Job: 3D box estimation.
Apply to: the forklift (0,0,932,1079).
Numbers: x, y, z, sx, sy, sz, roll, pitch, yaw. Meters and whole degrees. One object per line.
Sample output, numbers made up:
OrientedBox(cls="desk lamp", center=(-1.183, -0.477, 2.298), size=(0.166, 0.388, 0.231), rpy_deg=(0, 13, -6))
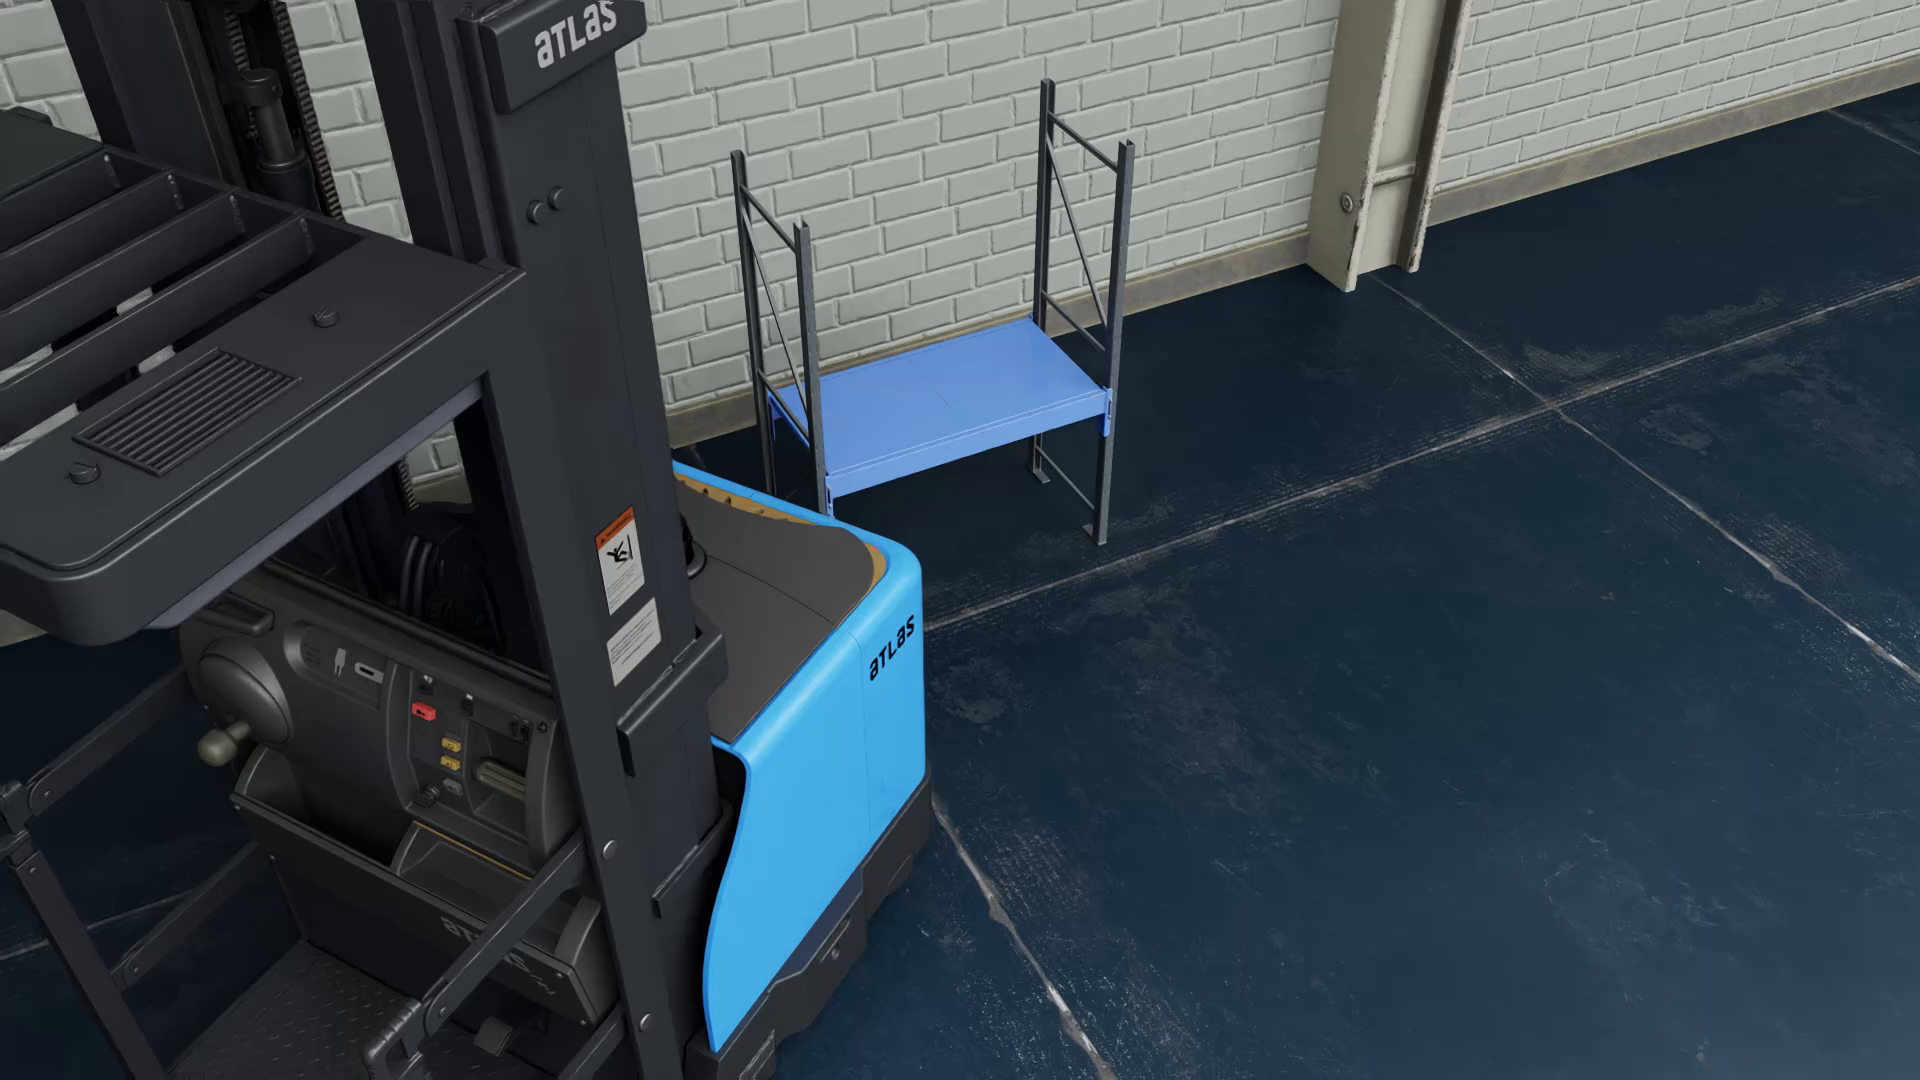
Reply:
OrientedBox(cls="forklift", center=(-1.233, 0.407, 3.000), size=(1.130, 2.935, 3.031), rpy_deg=(20, 44, 22))

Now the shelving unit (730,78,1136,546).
OrientedBox(cls="shelving unit", center=(-0.076, -0.547, 5.235), size=(1.048, 1.500, 0.538), rpy_deg=(-19, 44, -21))

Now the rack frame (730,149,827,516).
OrientedBox(cls="rack frame", center=(-0.527, -0.395, 5.056), size=(0.032, 1.500, 0.500), rpy_deg=(-19, 44, -21))

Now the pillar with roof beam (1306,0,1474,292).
OrientedBox(cls="pillar with roof beam", center=(3.708, -2.153, 1.329), size=(0.400, 9.000, 9.100), rpy_deg=(-19, 44, -21))

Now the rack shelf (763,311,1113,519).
OrientedBox(cls="rack shelf", center=(-0.076, -0.410, 5.352), size=(1.000, 0.185, 0.538), rpy_deg=(-19, 44, -21))

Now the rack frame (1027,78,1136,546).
OrientedBox(cls="rack frame", center=(0.375, -0.699, 5.415), size=(0.032, 1.500, 0.500), rpy_deg=(-19, 44, -21))
